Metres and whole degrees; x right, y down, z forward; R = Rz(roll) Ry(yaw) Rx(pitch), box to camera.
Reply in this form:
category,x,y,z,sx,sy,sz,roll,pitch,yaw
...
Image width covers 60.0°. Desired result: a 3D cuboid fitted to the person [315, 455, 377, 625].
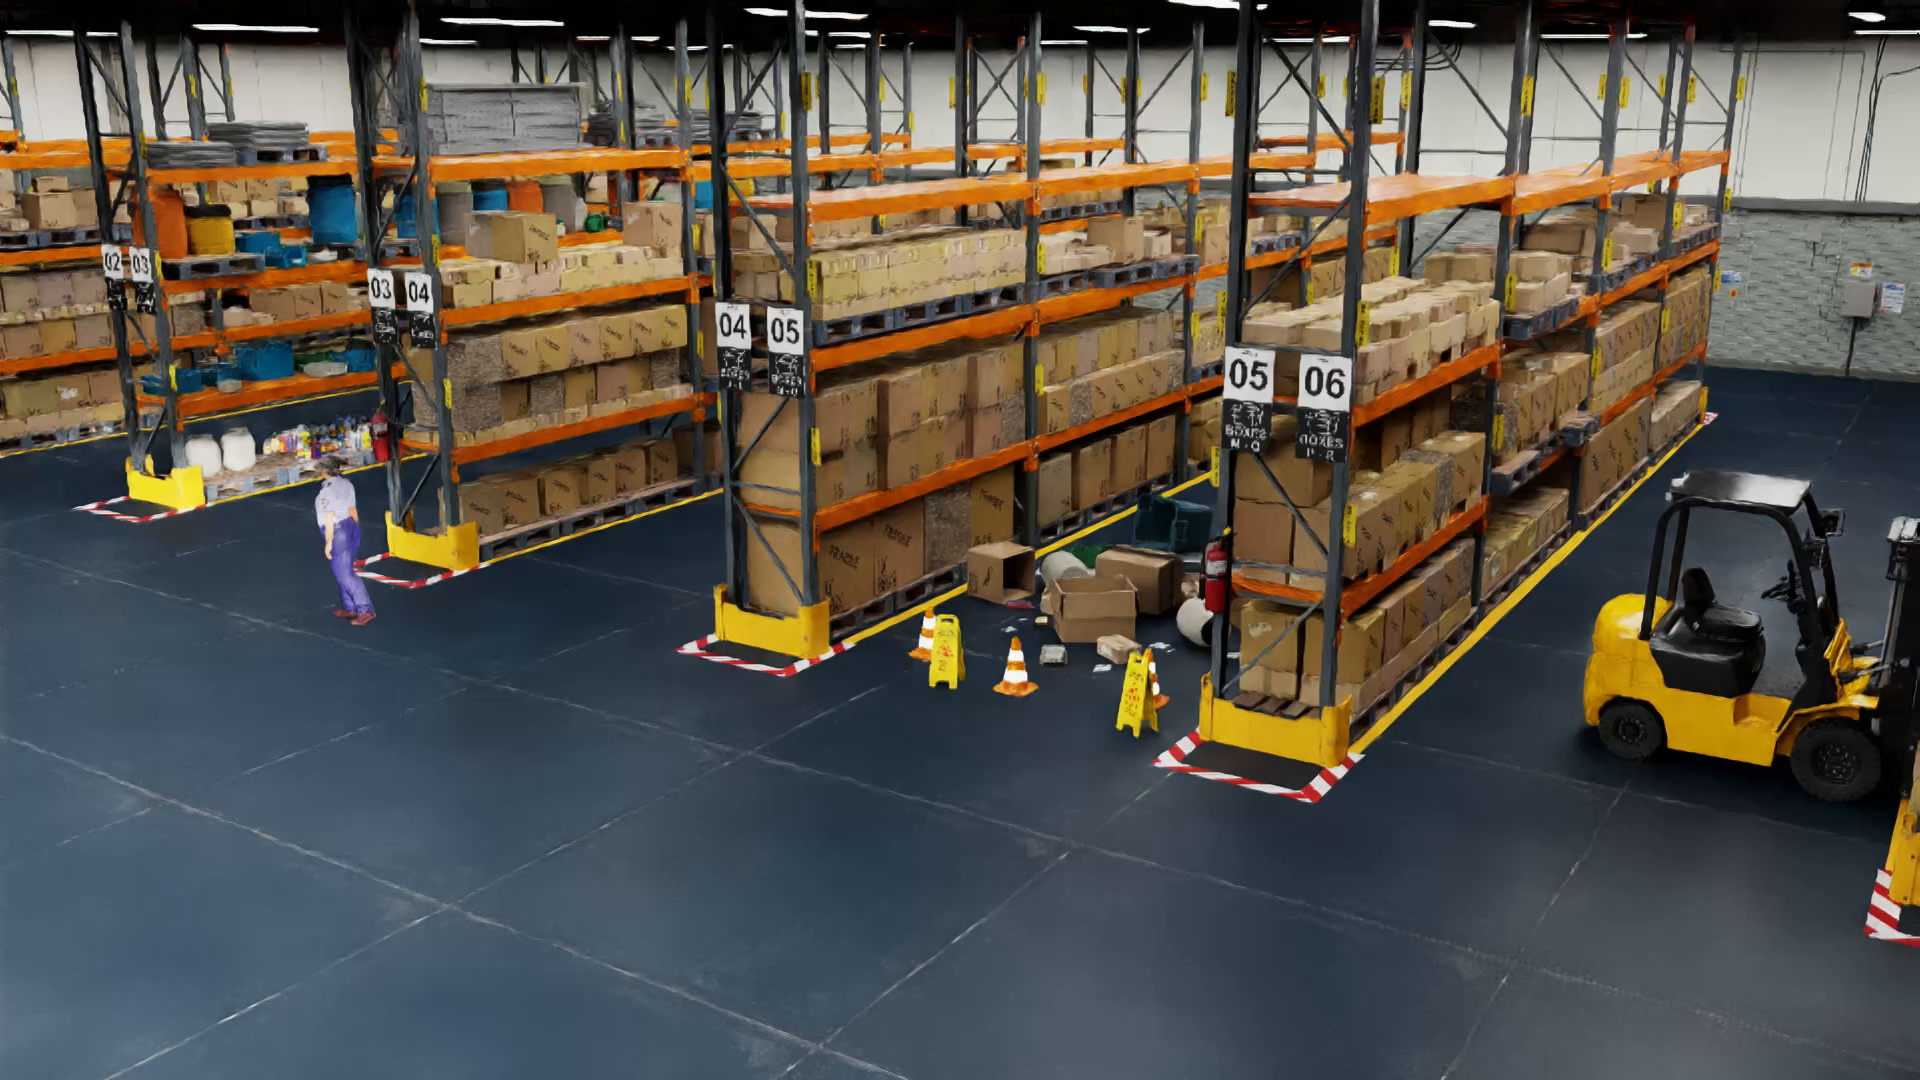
category,x,y,z,sx,sy,sz,roll,pitch,yaw
person,-6.001,0.047,16.265,0.530,1.514,0.594,2,16,6
